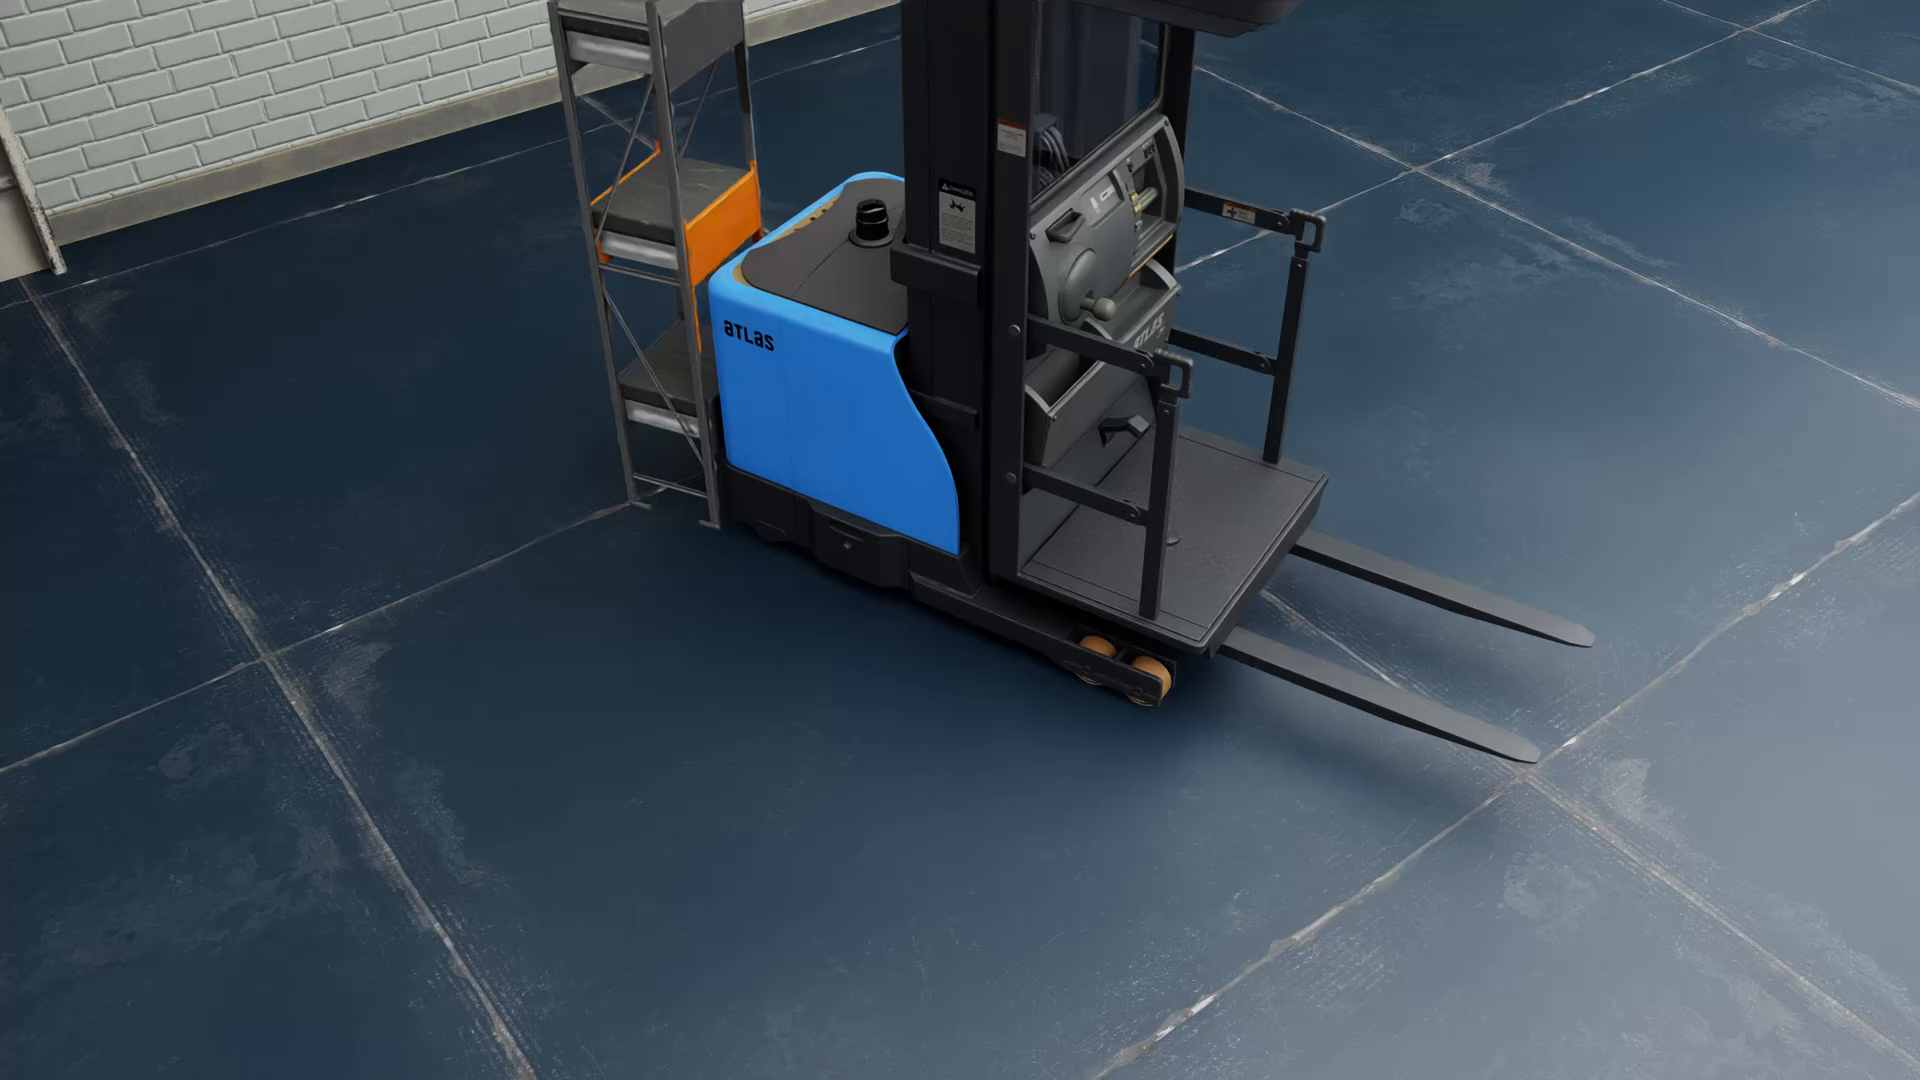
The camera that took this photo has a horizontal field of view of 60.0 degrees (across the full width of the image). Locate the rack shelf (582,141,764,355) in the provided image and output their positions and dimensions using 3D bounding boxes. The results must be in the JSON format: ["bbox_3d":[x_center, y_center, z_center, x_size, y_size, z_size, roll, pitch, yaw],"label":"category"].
[{"bbox_3d":[-0.997,-1.038,5.879,0.431,0.518,0.480,16,42,18],"label":"rack shelf"}]

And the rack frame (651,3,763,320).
[{"bbox_3d":[-0.898,-1.189,6.043,0.400,2.100,0.015,16,42,18],"label":"rack frame"}]

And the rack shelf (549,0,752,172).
[{"bbox_3d":[-1.000,-1.580,5.436,0.431,0.518,0.480,16,42,18],"label":"rack shelf"}]

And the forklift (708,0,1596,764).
[{"bbox_3d":[0.645,-0.964,5.115,3.031,2.935,1.130,21,44,24],"label":"forklift"}]

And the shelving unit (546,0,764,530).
[{"bbox_3d":[-0.997,-1.048,5.870,0.431,2.100,0.503,16,42,18],"label":"shelving unit"}]

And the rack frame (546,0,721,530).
[{"bbox_3d":[-1.096,-0.907,5.698,0.400,2.100,0.015,16,42,18],"label":"rack frame"}]

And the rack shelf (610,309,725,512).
[{"bbox_3d":[-0.994,-0.495,6.322,0.431,0.518,0.480,16,42,18],"label":"rack shelf"}]

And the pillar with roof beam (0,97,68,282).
[{"bbox_3d":[-1.803,-2.572,2.291,0.400,9.000,9.100,-26,46,-28],"label":"pillar with roof beam"}]
